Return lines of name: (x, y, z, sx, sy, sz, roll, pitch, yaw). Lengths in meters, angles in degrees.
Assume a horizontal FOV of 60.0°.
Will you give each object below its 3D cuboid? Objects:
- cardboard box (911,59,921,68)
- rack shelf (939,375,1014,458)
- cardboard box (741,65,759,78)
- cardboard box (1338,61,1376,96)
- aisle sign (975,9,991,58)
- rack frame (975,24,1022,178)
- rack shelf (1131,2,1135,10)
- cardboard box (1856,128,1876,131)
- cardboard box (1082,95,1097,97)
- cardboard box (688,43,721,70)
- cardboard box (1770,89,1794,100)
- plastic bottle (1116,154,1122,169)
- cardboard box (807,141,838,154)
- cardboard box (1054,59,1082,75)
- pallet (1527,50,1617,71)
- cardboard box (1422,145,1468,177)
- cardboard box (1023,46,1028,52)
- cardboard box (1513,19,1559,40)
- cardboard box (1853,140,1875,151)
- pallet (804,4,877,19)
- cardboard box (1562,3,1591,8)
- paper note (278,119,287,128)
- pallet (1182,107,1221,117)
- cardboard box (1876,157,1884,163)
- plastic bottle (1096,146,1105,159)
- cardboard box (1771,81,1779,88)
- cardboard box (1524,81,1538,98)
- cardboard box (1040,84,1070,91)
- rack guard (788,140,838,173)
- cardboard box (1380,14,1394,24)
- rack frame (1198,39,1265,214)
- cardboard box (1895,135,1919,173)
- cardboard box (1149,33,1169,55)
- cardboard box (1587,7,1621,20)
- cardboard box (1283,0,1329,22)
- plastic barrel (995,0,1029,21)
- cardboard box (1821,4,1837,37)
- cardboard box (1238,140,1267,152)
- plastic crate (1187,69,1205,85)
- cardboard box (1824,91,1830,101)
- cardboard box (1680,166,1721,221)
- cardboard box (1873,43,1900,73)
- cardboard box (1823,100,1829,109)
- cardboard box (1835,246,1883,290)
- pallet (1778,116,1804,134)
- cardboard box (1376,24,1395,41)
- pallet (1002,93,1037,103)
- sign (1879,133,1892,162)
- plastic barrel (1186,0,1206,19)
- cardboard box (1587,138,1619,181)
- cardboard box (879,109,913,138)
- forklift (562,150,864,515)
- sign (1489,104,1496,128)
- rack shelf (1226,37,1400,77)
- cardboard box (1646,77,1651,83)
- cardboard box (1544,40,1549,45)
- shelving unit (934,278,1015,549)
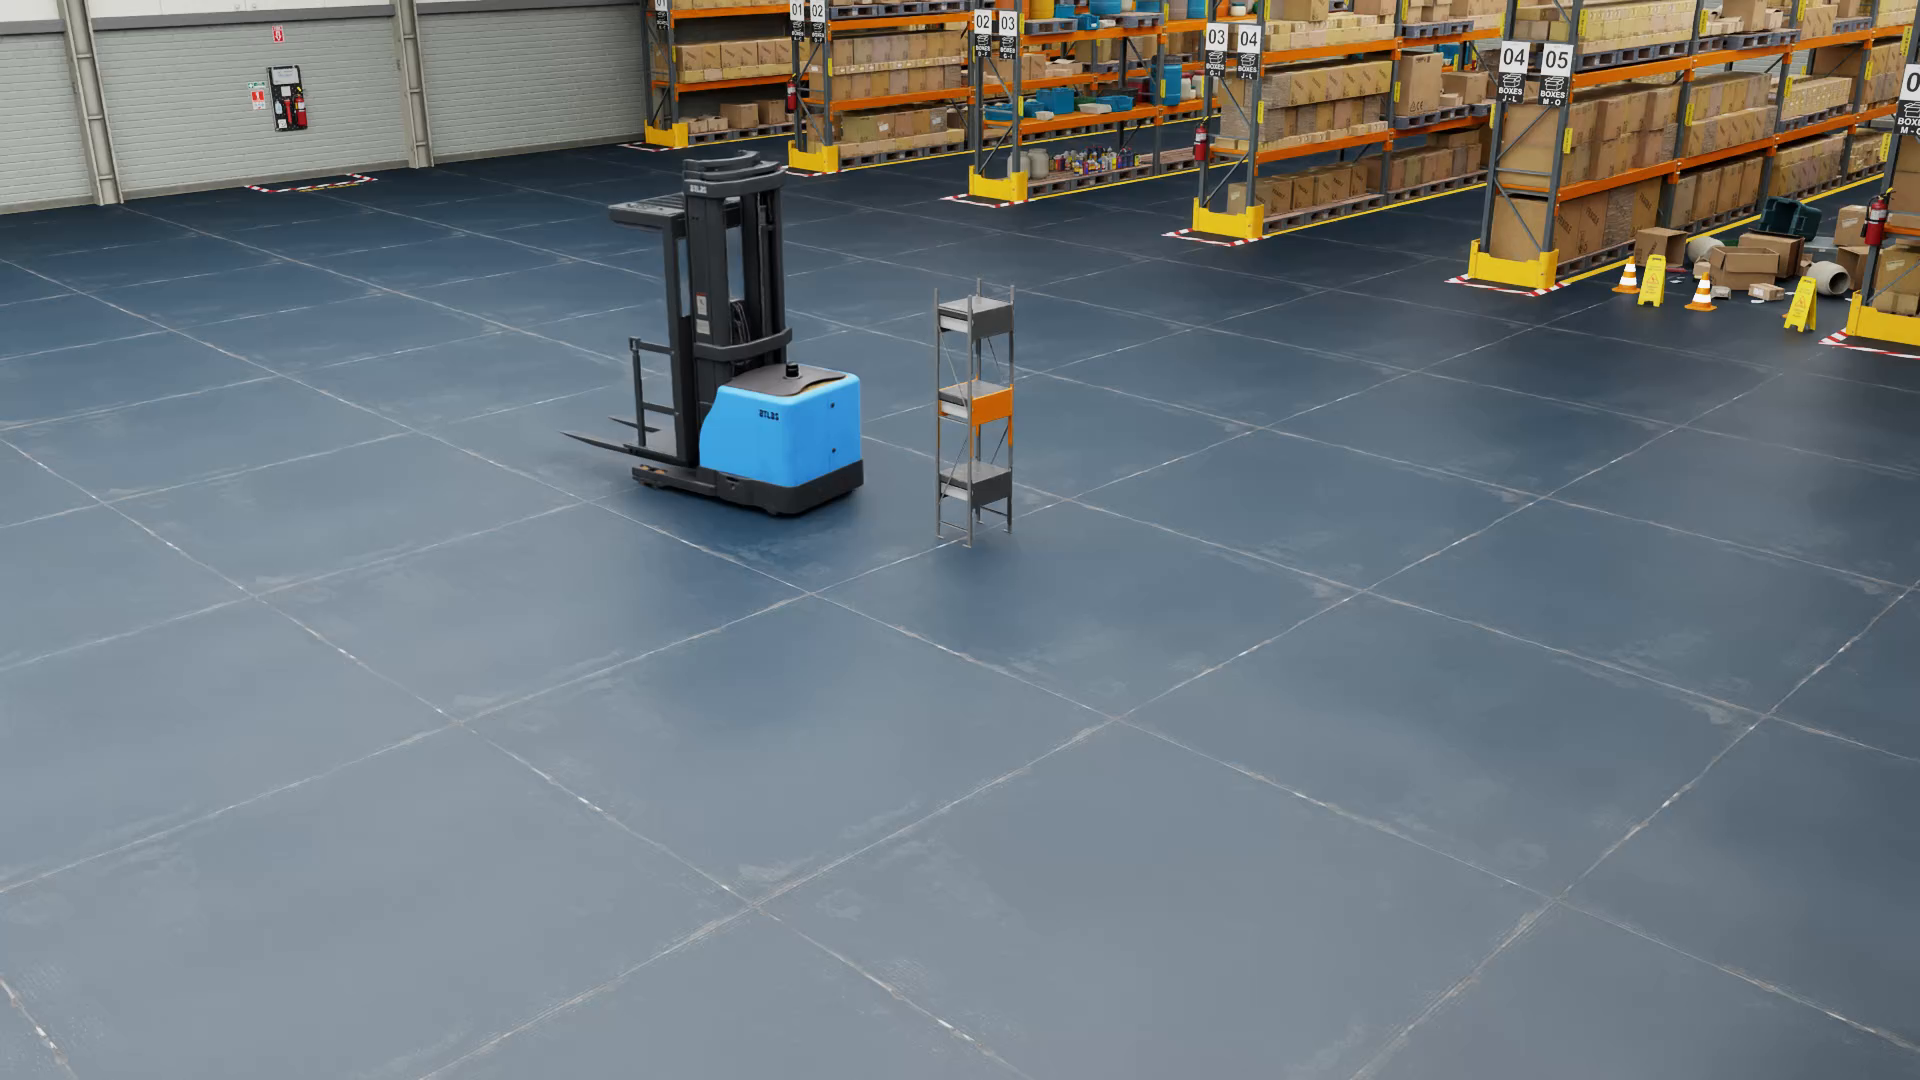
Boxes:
cardboard box: (-1.017, -9.691, 33.791, 0.250, 0.149, 0.380, -19, 28, -41)
rack shelf: (0.115, -1.010, 13.540, 0.431, 0.518, 0.480, 19, 28, 41)
cardboard box: (-4.803, -10.383, 36.816, 0.500, 0.250, 0.500, 20, 28, 41)
cardboard box: (6.536, -7.650, 27.576, 0.500, 0.500, 0.500, 19, 28, 41)
aisle sign: (0.399, -8.792, 28.871, 0.394, 0.787, 0.004, 19, 28, 41)
rack frame: (0.662, -7.522, 29.192, 1.000, 3.000, 0.127, 19, 28, 41)
rack shelf: (4.091, -12.398, 38.698, 1.077, 0.370, 4.000, 19, 28, 41)
cardboard box: (18.246, -8.222, 33.570, 0.380, 0.149, 0.250, 18, 27, 38)
cardboard box: (3.180, -10.157, 38.918, 0.500, 0.500, 0.500, -19, 28, -40)
cardboard box: (-5.536, -10.463, 35.979, 0.500, 0.500, 0.500, 19, 28, 41)
cardboard box: (13.921, -7.568, 28.247, 0.380, 0.149, 0.250, 18, 28, 39)
plastic bottle: (2.992, -7.149, 31.392, 0.133, 0.283, 0.061, -18, 27, -39)
cardboard box: (-2.722, -7.887, 33.389, 0.500, 0.250, 0.500, 19, 28, 41)
cardboard box: (2.411, -10.695, 37.571, 0.500, 0.311, 0.500, -18, 27, -39)
pallet: (8.204, -6.567, 22.650, 1.003, 0.211, 1.213, 19, 28, 41)
cardboard box: (8.960, -7.055, 30.846, 0.700, 0.500, 0.500, 16, 26, 36)
cardboard box: (1.530, -12.695, 42.971, 0.250, 0.149, 0.380, -19, 28, -40)
cardboard box: (7.835, -6.923, 22.521, 0.500, 0.250, 0.500, 20, 29, 41)
cardboard box: (17.231, -7.531, 31.773, 0.250, 0.149, 0.380, -19, 28, -41)
pallet: (-2.373, -10.297, 32.353, 1.003, 0.211, 1.213, 19, 28, 41)
cardboard box: (8.573, -7.411, 23.236, 0.380, 0.149, 0.250, 19, 28, 40)
paper note: (-12.678, -7.791, 31.118, 0.016, 0.148, 0.142, 19, 28, 41)
pallet: (5.966, -10.722, 41.404, 1.003, 0.211, 1.213, 19, 28, 41)
cardboard box: (17.784, -7.455, 32.405, 0.250, 0.149, 0.380, -20, 28, -41)
plastic bottle: (2.695, -7.380, 31.900, 0.144, 0.351, 0.185, 19, 28, 41)
cardboard box: (14.374, -8.067, 29.546, 0.250, 0.149, 0.380, -19, 28, -40)
cardboard box: (10.683, -8.576, 31.793, 0.500, 0.500, 0.500, 18, 28, 39)
cardboard box: (2.530, -12.282, 44.475, 0.700, 0.500, 0.500, 20, 29, 41)
rack guard: (-2.901, -7.590, 32.852, 1.175, 0.500, 0.348, 19, 28, 41)
cardboard box: (6.981, -8.671, 27.653, 0.250, 0.149, 0.380, -19, 28, -40)
rack frame: (4.210, -6.283, 25.967, 1.000, 3.000, 0.127, 19, 28, 41)
cardboard box: (11.511, -4.641, 19.747, 0.700, 0.500, 0.500, 18, 28, 39)
cardboard box: (4.562, -11.832, 39.679, 0.500, 0.500, 0.700, -15, 26, -34)
cardboard box: (8.685, -7.114, 22.463, 0.380, 0.149, 0.250, 20, 28, 41)
cardboard box: (5.440, -8.416, 26.084, 0.500, 0.500, 0.500, 19, 28, 40)
plastic barrel: (0.910, -9.476, 28.909, 0.600, 0.830, 0.708, 19, 28, 41)
cardboard box: (14.552, -8.859, 28.349, 0.500, 0.500, 0.500, 19, 28, 41)
cardboard box: (4.580, -6.179, 26.047, 0.380, 0.149, 0.250, 19, 28, 41)
plastic crate: (4.896, -9.270, 33.649, 0.402, 0.464, 0.583, 19, 28, 41)
cardboard box: (15.201, -7.897, 29.516, 0.380, 0.149, 0.250, 17, 27, 38)
cardboard box: (11.528, -5.619, 26.789, 1.050, 0.750, 0.750, 19, 28, 41)
cardboard box: (17.279, -9.066, 31.260, 0.500, 0.500, 0.500, -20, 28, -41)
cardboard box: (15.209, -7.759, 29.573, 0.380, 0.149, 0.250, 18, 27, 38)
cardboard box: (12.379, -3.730, 22.806, 0.500, 0.500, 0.500, -2, 21, -5)
pallet: (13.695, -7.192, 28.600, 1.213, 0.211, 1.003, 19, 28, 41)
cardboard box: (6.870, -8.459, 27.656, 0.500, 0.250, 0.500, -19, 28, -40)
pallet: (1.451, -11.568, 43.603, 1.003, 0.211, 1.213, 19, 28, 41)
sign: (10.927, -4.634, 19.624, 0.100, 0.325, 0.005, 19, 28, 41)
plastic barrel: (4.564, -10.706, 32.595, 0.600, 0.901, 0.708, 19, 28, 41)
cardboard box: (8.769, -5.451, 23.595, 0.875, 0.550, 0.550, 19, 28, 41)
cardboard box: (-1.303, -8.493, 33.918, 0.500, 0.500, 0.500, 19, 28, 41)
forklift: (-2.366, -1.973, 14.850, 3.031, 2.935, 1.130, 14, 25, 32)
sign: (7.315, -5.806, 22.782, 0.100, 0.325, 0.005, 19, 28, 41)
rack shelf: (5.606, -7.861, 26.895, 1.077, 0.370, 4.000, 19, 28, 41)
cardboard box: (14.468, -9.775, 35.402, 0.380, 0.149, 0.250, 19, 28, 41)
cardboard box: (7.859, -6.776, 22.694, 0.380, 0.149, 0.250, 20, 28, 41)
shelving unit: (0.115, -1.023, 13.536, 0.431, 2.100, 0.503, 19, 28, 41)
